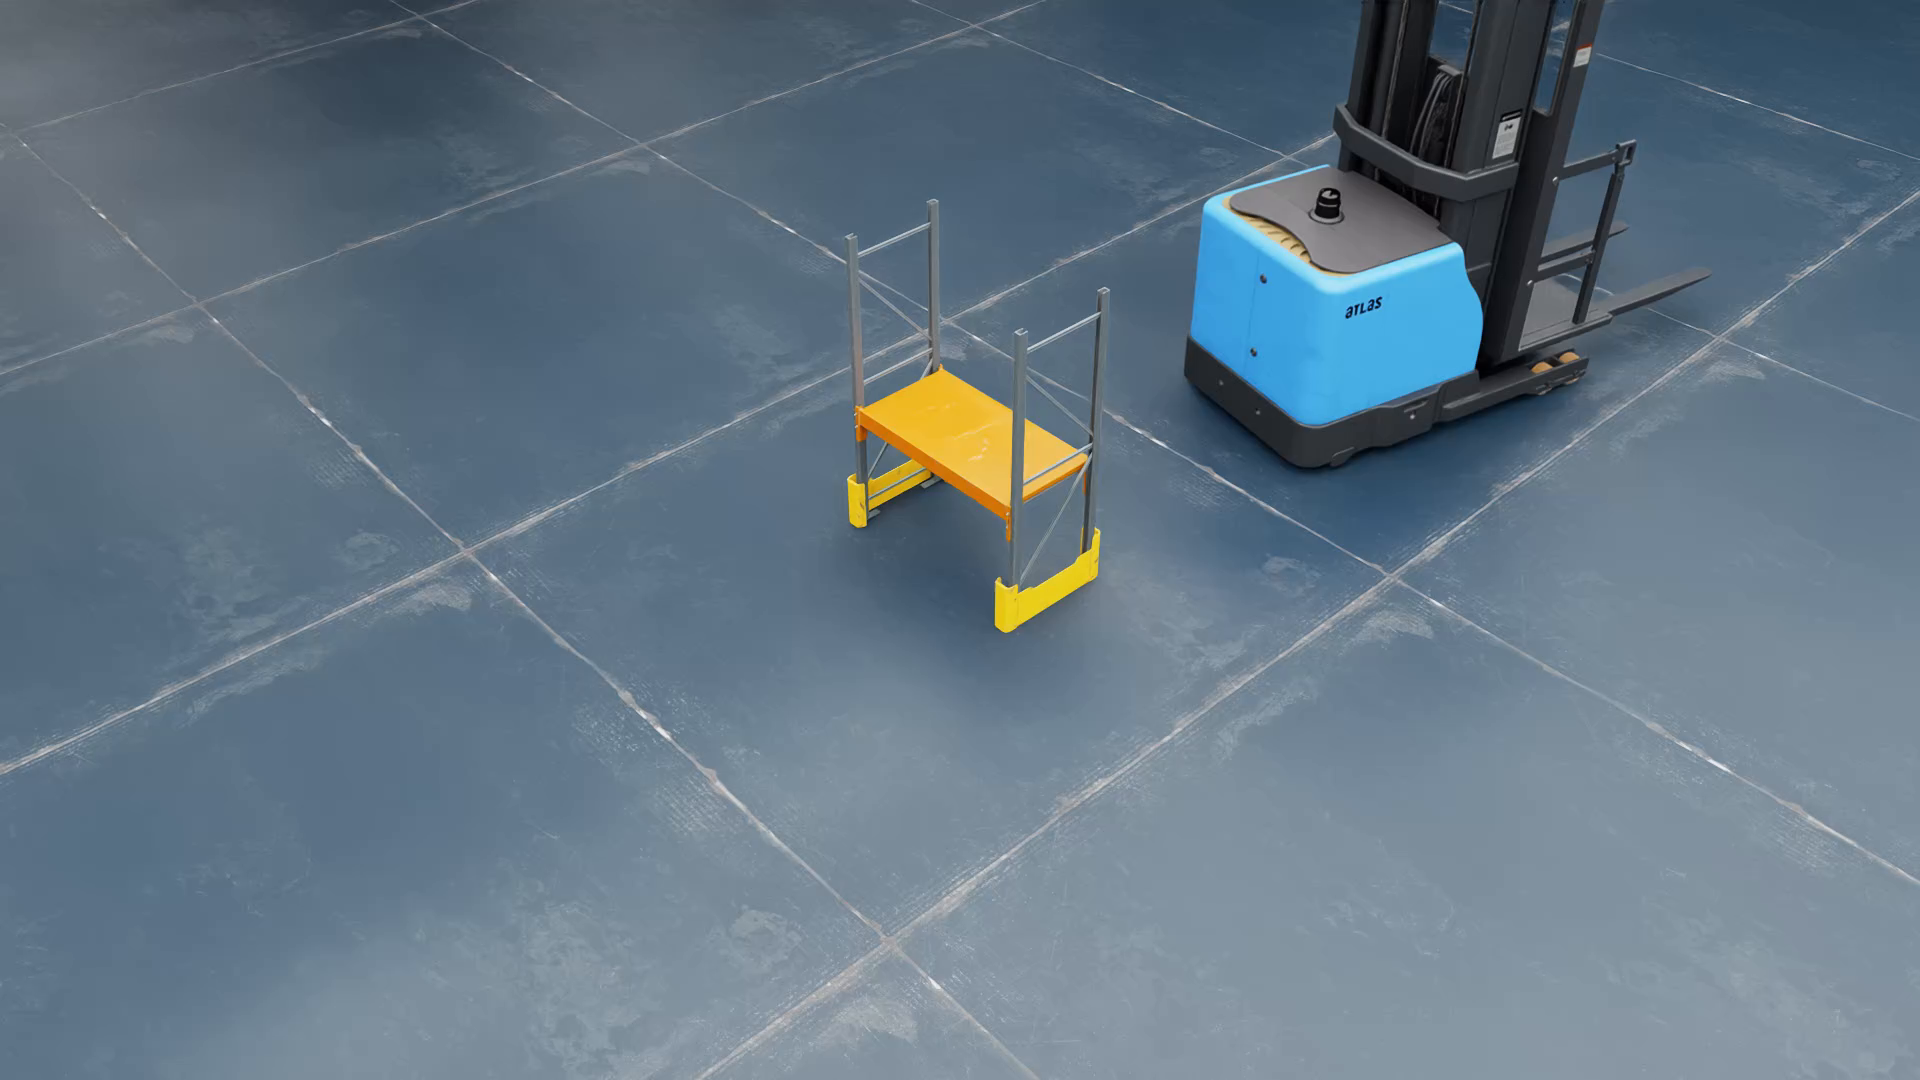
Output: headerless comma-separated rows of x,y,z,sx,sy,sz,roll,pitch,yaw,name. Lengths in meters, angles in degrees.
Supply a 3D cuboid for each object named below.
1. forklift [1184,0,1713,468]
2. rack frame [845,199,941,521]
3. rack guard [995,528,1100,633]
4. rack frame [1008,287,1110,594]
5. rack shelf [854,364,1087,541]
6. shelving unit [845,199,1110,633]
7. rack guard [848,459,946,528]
2.709,-2.168,8.101,3.031,2.935,1.130,-20,43,-23,forklift
-0.286,-0.779,7.521,0.500,1.500,0.032,-30,48,-32,rack frame
0.388,0.169,7.342,0.587,0.250,0.087,-30,48,-32,rack guard
0.402,-0.309,6.939,0.500,1.500,0.032,-30,48,-32,rack frame
0.058,-0.404,7.343,0.538,0.185,1.000,-30,48,-32,rack shelf
0.052,-0.548,7.235,0.587,1.500,1.083,-30,48,-32,shelving unit
-0.285,-0.292,7.913,0.587,0.250,0.087,-30,48,-32,rack guard
